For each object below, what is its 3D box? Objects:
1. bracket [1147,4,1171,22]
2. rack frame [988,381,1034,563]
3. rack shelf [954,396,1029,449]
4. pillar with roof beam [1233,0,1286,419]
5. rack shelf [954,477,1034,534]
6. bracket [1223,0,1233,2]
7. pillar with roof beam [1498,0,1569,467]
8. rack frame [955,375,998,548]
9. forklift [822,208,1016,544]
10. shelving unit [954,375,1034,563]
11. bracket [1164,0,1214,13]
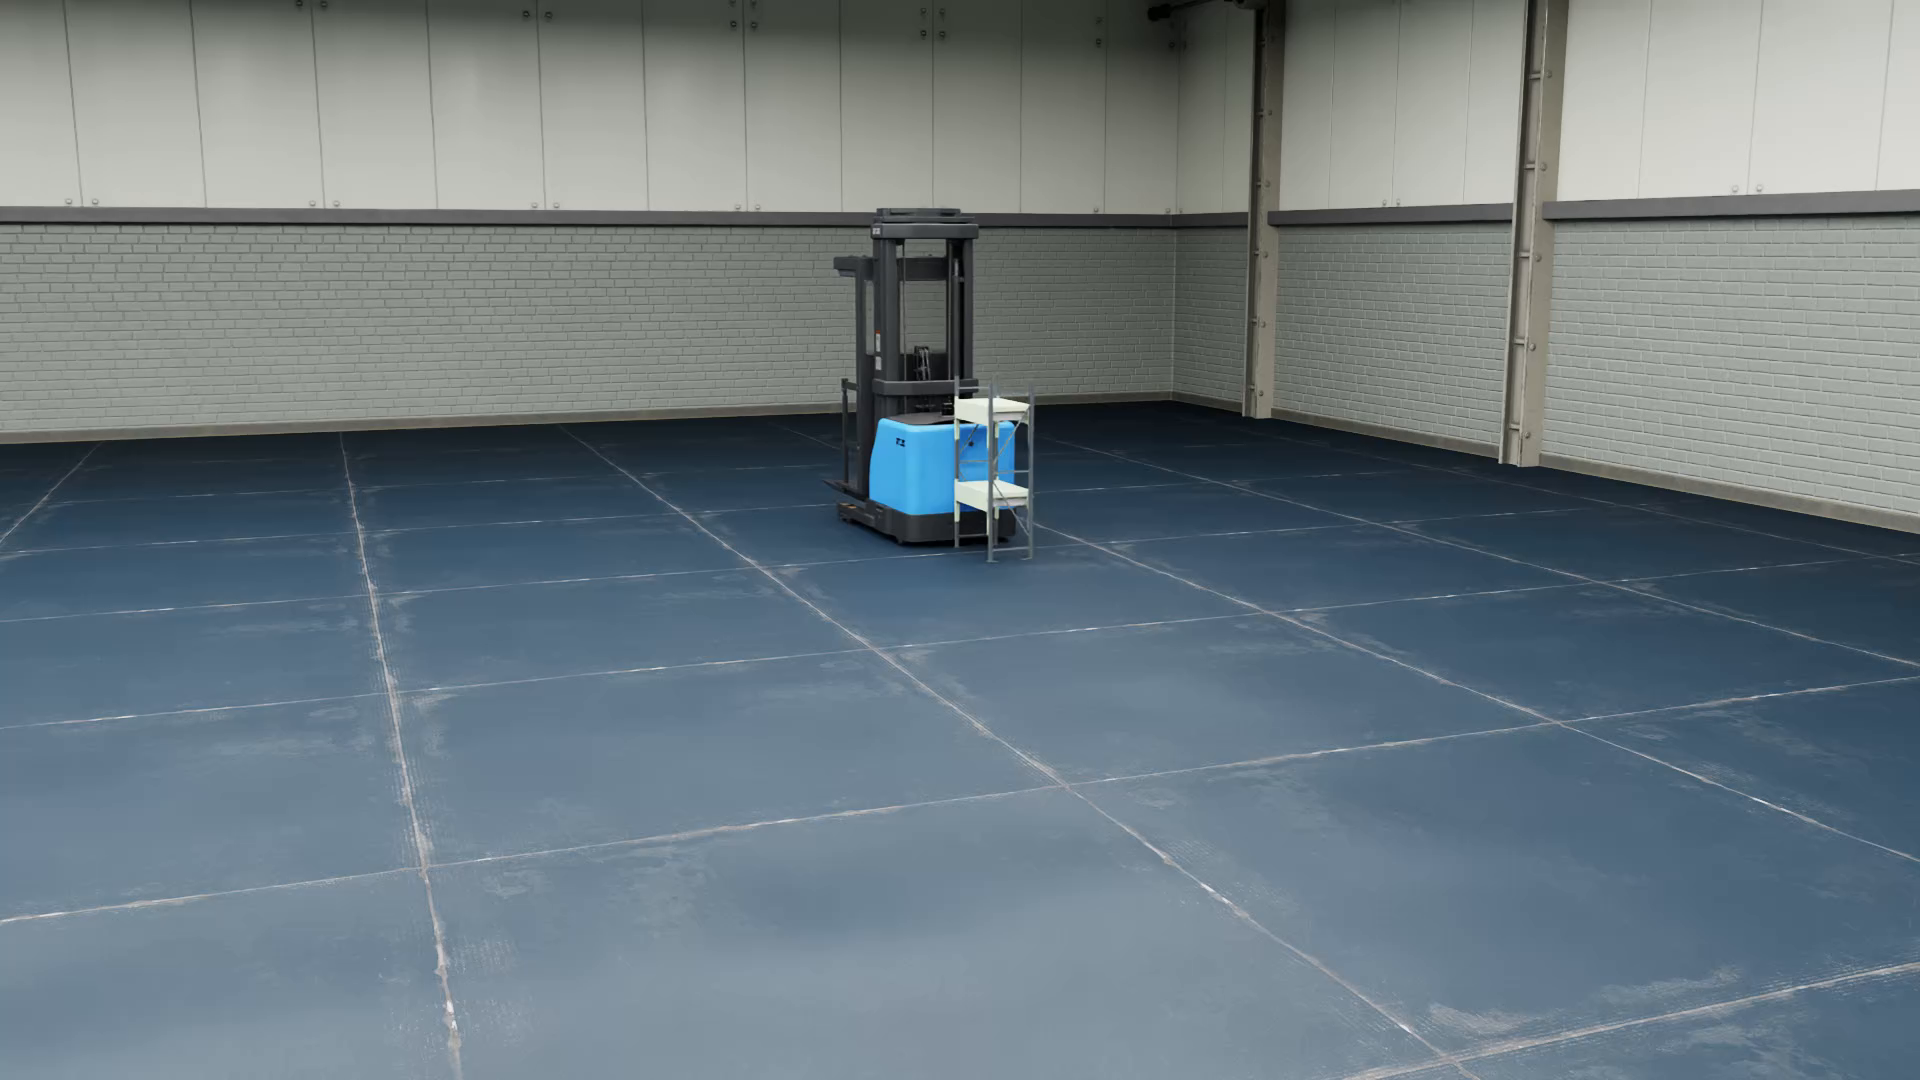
[{"bbox_3d":[3.229,-8.526,26.876,0.235,0.232,0.430,-4,11,-21],"label":"bracket"},{"bbox_3d":[0.422,-0.561,13.791,0.400,1.500,0.023,-4,11,-22],"label":"rack frame"},{"bbox_3d":[0.282,-1.004,14.055,0.431,0.370,0.720,-4,11,-22],"label":"rack shelf"},{"bbox_3d":[0.556,-6.048,23.227,9.100,9.000,0.548,-4,11,-21],"label":"pillar with roof beam"},{"bbox_3d":[0.282,-0.299,14.181,0.431,0.370,0.720,-4,11,-22],"label":"rack shelf"},{"bbox_3d":[4.087,-8.139,24.701,0.235,0.232,0.430,-4,11,-21],"label":"bracket"},{"bbox_3d":[2.731,-5.069,17.721,9.100,9.000,0.400,-4,11,-21],"label":"pillar with roof beam"},{"bbox_3d":[0.142,-0.679,14.457,0.400,1.500,0.023,-4,11,-22],"label":"rack frame"},{"bbox_3d":[-0.533,-1.626,15.694,1.130,2.935,3.031,-4,11,-22],"label":"forklift"},{"bbox_3d":[0.282,-0.620,14.124,0.431,1.500,0.755,-4,11,-22],"label":"shelving unit"},{"bbox_3d":[3.443,-8.429,26.334,0.076,0.066,3.189,-4,11,-21],"label":"bracket"}]
